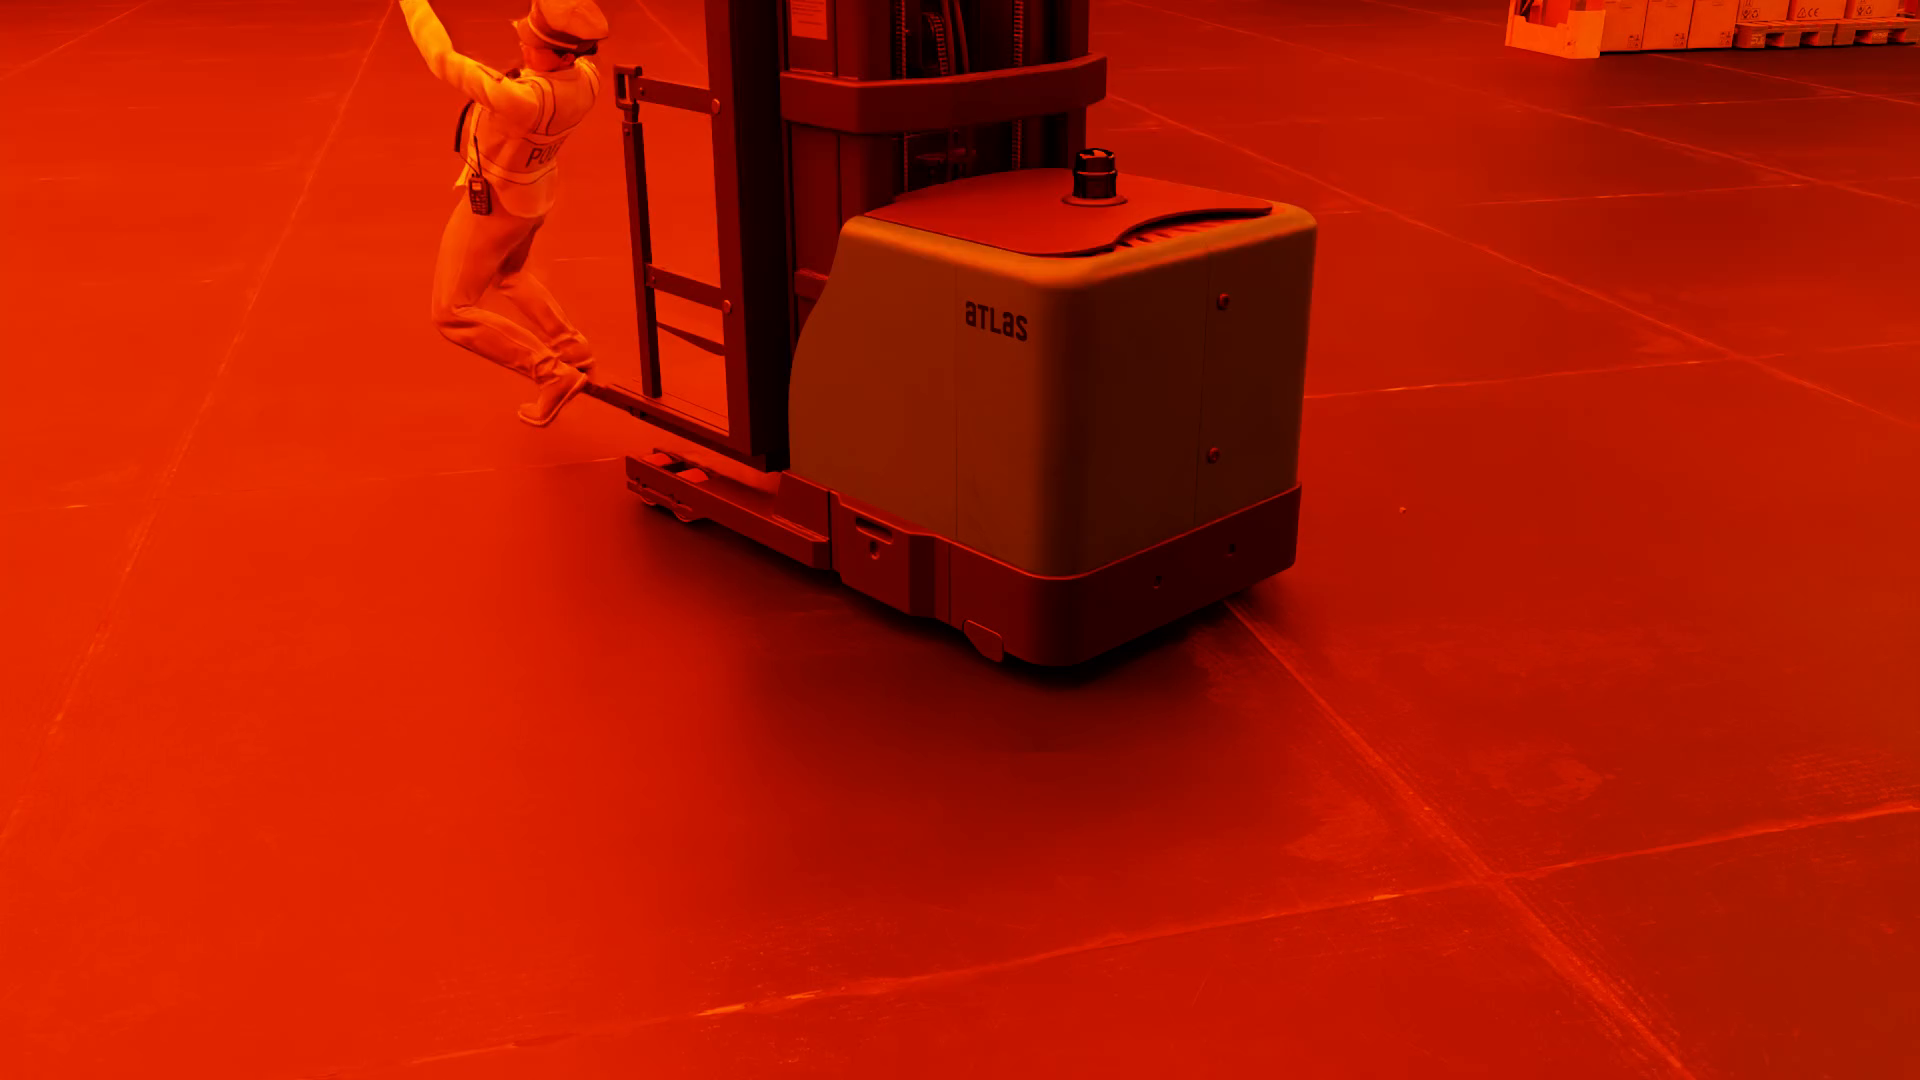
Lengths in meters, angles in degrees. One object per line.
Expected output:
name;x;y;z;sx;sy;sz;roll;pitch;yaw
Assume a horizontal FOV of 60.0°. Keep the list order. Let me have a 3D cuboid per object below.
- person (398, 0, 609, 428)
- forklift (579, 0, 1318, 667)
person;-1.411;-1.229;5.645;0.714;1.459;0.972;3;23;6
forklift;-0.417;-1.523;4.889;1.130;2.935;3.031;-20;30;-39
